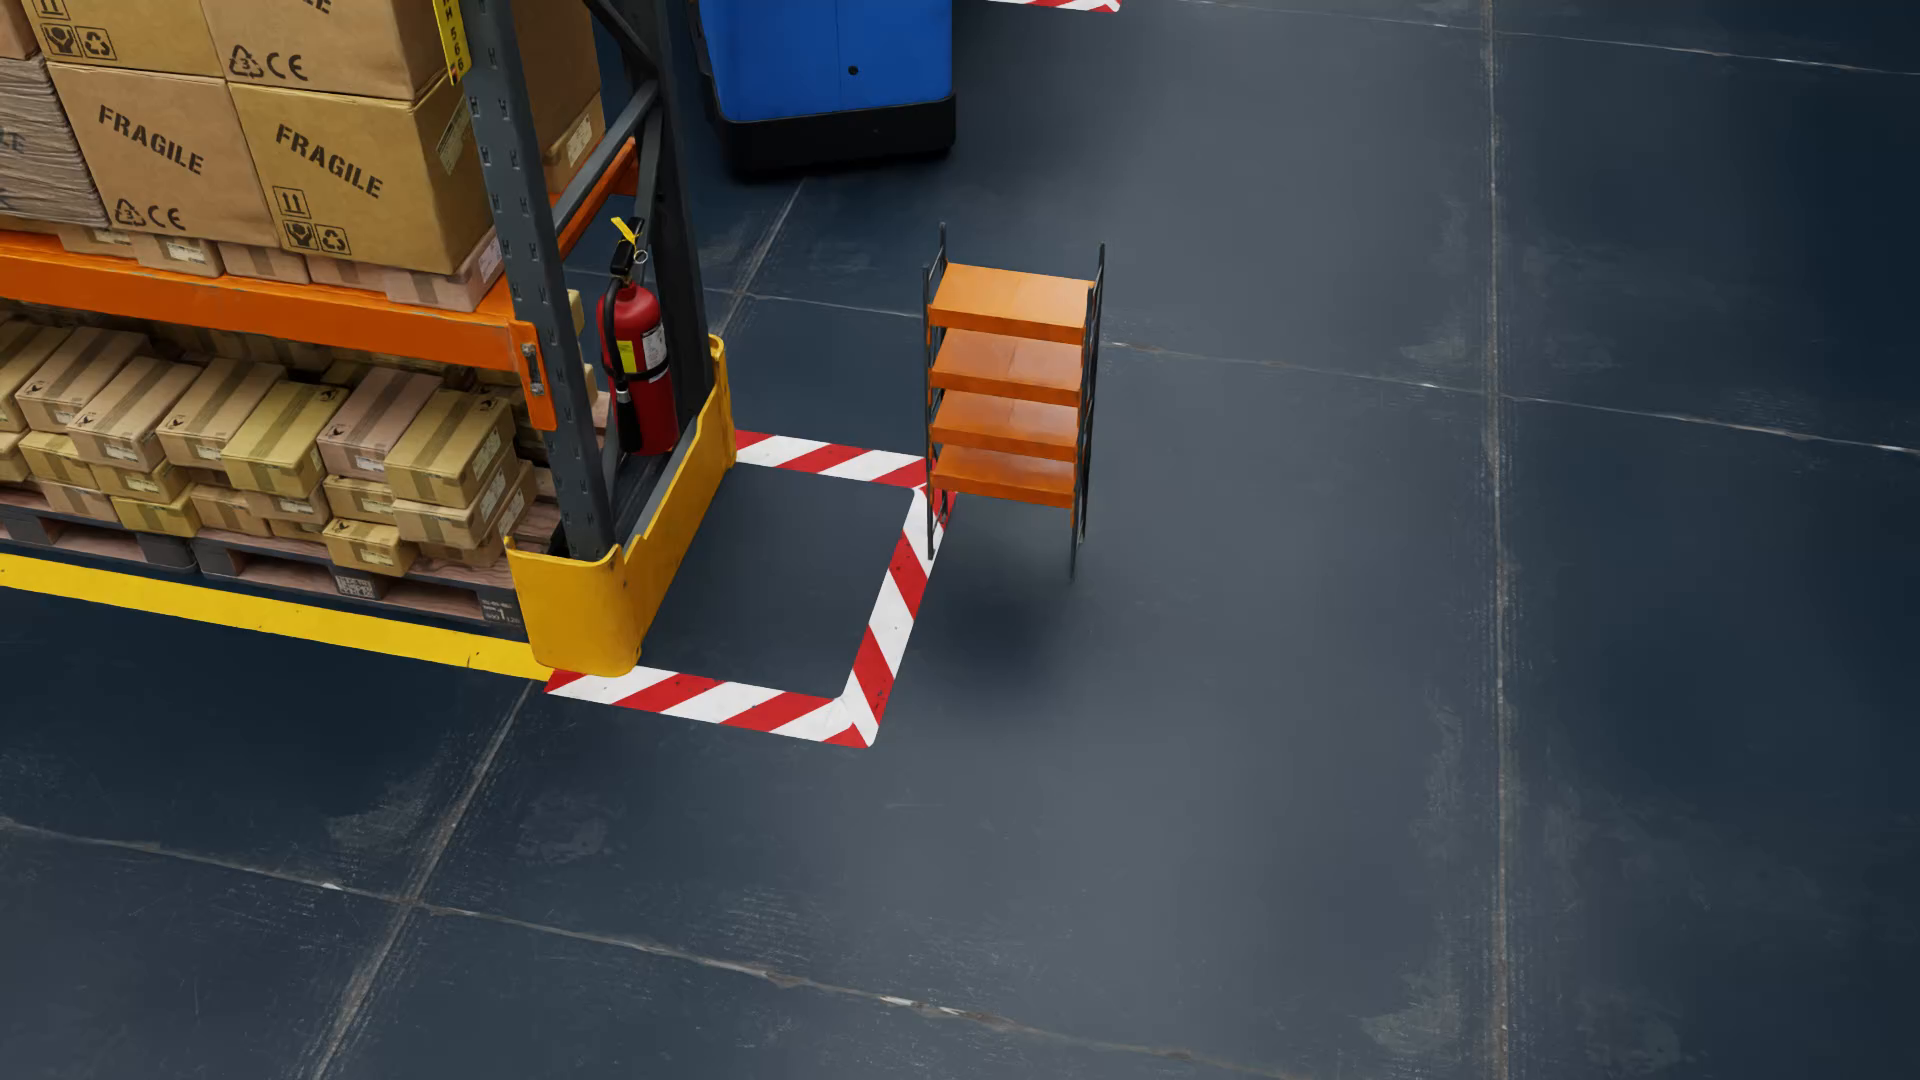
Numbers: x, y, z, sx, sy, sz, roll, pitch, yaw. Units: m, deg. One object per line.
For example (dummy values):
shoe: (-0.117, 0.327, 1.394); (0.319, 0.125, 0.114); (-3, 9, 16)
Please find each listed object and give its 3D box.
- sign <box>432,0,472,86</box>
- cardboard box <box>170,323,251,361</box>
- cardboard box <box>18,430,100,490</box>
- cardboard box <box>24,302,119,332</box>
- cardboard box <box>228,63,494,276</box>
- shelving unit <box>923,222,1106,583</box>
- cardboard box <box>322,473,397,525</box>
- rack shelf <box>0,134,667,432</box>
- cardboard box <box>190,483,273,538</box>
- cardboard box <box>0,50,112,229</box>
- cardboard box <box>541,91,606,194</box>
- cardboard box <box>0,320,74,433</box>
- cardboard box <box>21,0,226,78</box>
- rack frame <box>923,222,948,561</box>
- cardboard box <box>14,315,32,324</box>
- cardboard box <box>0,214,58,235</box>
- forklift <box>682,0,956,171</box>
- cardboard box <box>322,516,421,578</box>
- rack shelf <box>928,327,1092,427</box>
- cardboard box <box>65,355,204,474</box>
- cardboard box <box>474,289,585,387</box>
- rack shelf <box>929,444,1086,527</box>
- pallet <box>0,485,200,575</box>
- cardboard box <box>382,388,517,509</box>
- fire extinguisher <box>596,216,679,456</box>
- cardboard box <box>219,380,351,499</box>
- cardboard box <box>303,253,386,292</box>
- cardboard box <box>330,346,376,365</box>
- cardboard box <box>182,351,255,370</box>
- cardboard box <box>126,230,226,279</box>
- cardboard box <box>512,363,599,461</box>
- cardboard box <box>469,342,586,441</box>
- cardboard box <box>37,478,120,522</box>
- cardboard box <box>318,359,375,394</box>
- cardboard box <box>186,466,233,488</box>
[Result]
sign: (-1.163, -1.202, 3.773); (0.005, 0.325, 0.100); (9, 45, 9)
cardboard box: (-2.501, -0.806, 5.749); (0.250, 0.149, 0.380); (10, 45, 11)
cardboard box: (-2.861, -0.360, 5.500); (0.250, 0.149, 0.380); (11, 45, 11)
cardboard box: (-3.014, -0.850, 5.794); (0.250, 0.149, 0.380); (9, 45, 9)
cardboard box: (-1.517, -1.080, 4.423); (0.500, 0.500, 0.500); (10, 45, 10)
shelving unit: (0.162, -0.407, 5.308); (0.503, 1.200, 0.258); (9, 45, 9)
cardboard box: (-1.843, -0.238, 5.372); (0.250, 0.149, 0.380); (8, 44, 8)
rack shelf: (-2.974, -1.087, 5.235); (4.000, 0.370, 1.077); (9, 45, 9)
cardboard box: (-2.337, -0.203, 5.551); (0.250, 0.149, 0.380); (9, 45, 9)
cardboard box: (-2.515, -1.232, 4.581); (0.500, 0.500, 0.500); (9, 45, 9)
cardboard box: (-1.267, -1.224, 5.040); (0.250, 0.149, 0.380); (8, 45, 9)
cardboard box: (-3.115, -0.541, 5.473); (0.250, 0.149, 0.380); (9, 45, 9)
cardboard box: (-2.017, -1.525, 4.163); (0.500, 0.500, 0.500); (7, 44, 8)
rack frame: (-0.076, -0.444, 5.346); (0.015, 1.200, 0.240); (9, 45, 9)
cardboard box: (-3.283, -0.803, 5.959); (0.250, 0.149, 0.380); (7, 44, 7)
cardboard box: (-2.640, -1.066, 4.875); (0.250, 0.149, 0.380); (7, 44, 7)
forklift: (-0.833, -3.719, 7.500); (1.130, 2.935, 3.031); (-9, 45, -9)
cardboard box: (-1.854, -0.077, 5.419); (0.250, 0.149, 0.380); (10, 45, 10)
rack shelf: (0.162, -0.520, 5.199); (0.480, 0.148, 0.258); (9, 45, 9)
cardboard box: (-2.620, -0.406, 5.333); (0.250, 0.149, 0.380); (10, 45, 11)
cardboard box: (-1.459, -0.691, 5.629); (0.250, 0.149, 0.380); (7, 44, 7)
rack shelf: (0.162, -0.216, 5.492); (0.480, 0.148, 0.258); (9, 45, 9)
pallet: (-3.068, -0.383, 5.996); (1.213, 0.211, 1.003); (9, 45, 9)
cardboard box: (-1.594, -0.291, 5.213); (0.250, 0.149, 0.380); (9, 45, 10)
fire extinguisher: (-0.877, -0.531, 4.463); (0.183, 0.674, 0.296); (9, 45, 9)
cardboard box: (-2.107, -0.321, 5.244); (0.250, 0.149, 0.380); (8, 44, 8)
cardboard box: (-1.636, -0.874, 4.676); (0.250, 0.149, 0.380); (9, 45, 9)
cardboard box: (-1.972, -0.776, 5.718); (0.250, 0.149, 0.380); (9, 45, 9)
cardboard box: (-2.497, -0.673, 5.824); (0.250, 0.149, 0.380); (7, 44, 7)
cardboard box: (-2.139, -0.925, 4.729); (0.250, 0.149, 0.380); (10, 45, 10)
cardboard box: (-1.463, -0.464, 5.822); (0.250, 0.149, 0.380); (10, 45, 10)
cardboard box: (-1.477, -0.528, 5.674); (0.250, 0.149, 0.380); (11, 45, 11)
cardboard box: (-2.862, -0.255, 5.604); (0.250, 0.149, 0.380); (10, 45, 10)
cardboard box: (-1.990, -0.585, 5.733); (0.250, 0.149, 0.380); (9, 45, 10)
cardboard box: (-2.347, -0.349, 5.488); (0.250, 0.149, 0.380); (8, 45, 9)
